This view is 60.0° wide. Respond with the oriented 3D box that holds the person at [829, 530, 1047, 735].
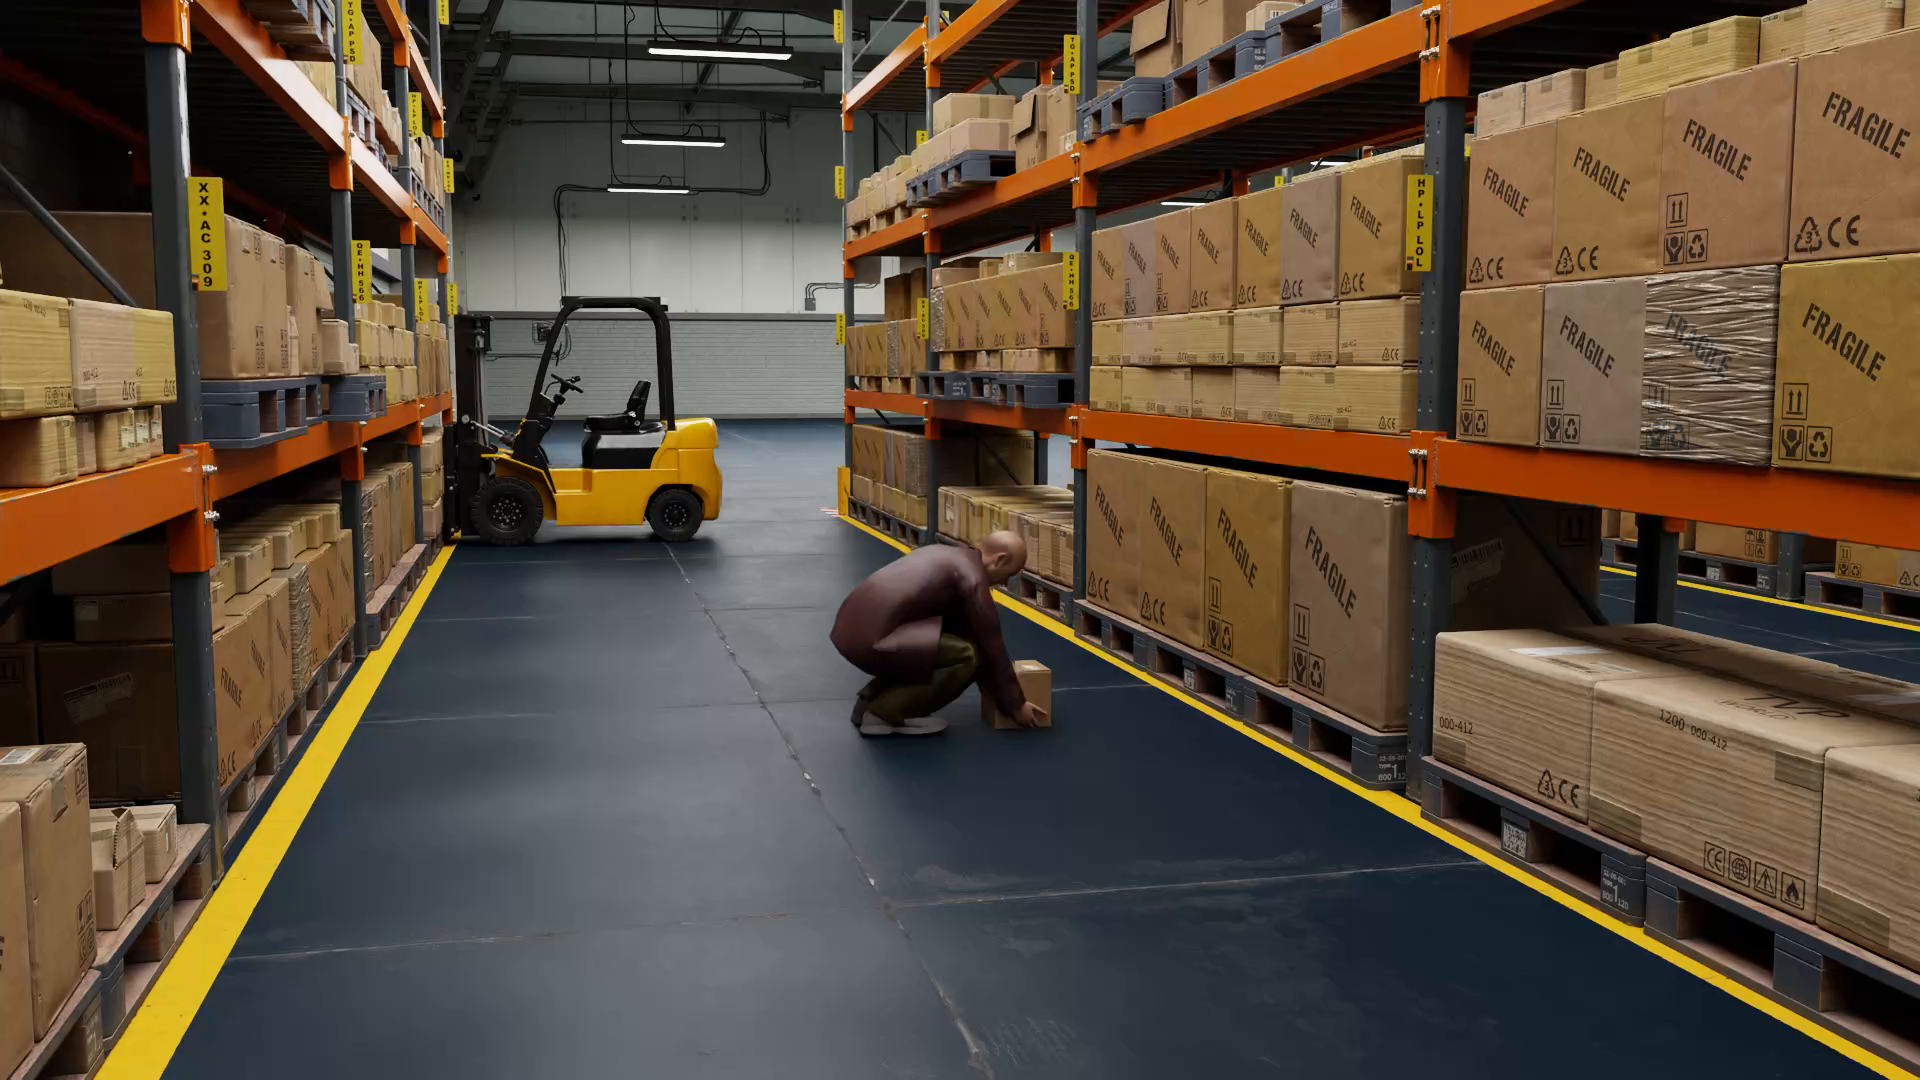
[{"bbox_3d":[-0.106,0.419,7.163,0.911,0.874,0.587,-1,6,-14],"label":"person"}]
